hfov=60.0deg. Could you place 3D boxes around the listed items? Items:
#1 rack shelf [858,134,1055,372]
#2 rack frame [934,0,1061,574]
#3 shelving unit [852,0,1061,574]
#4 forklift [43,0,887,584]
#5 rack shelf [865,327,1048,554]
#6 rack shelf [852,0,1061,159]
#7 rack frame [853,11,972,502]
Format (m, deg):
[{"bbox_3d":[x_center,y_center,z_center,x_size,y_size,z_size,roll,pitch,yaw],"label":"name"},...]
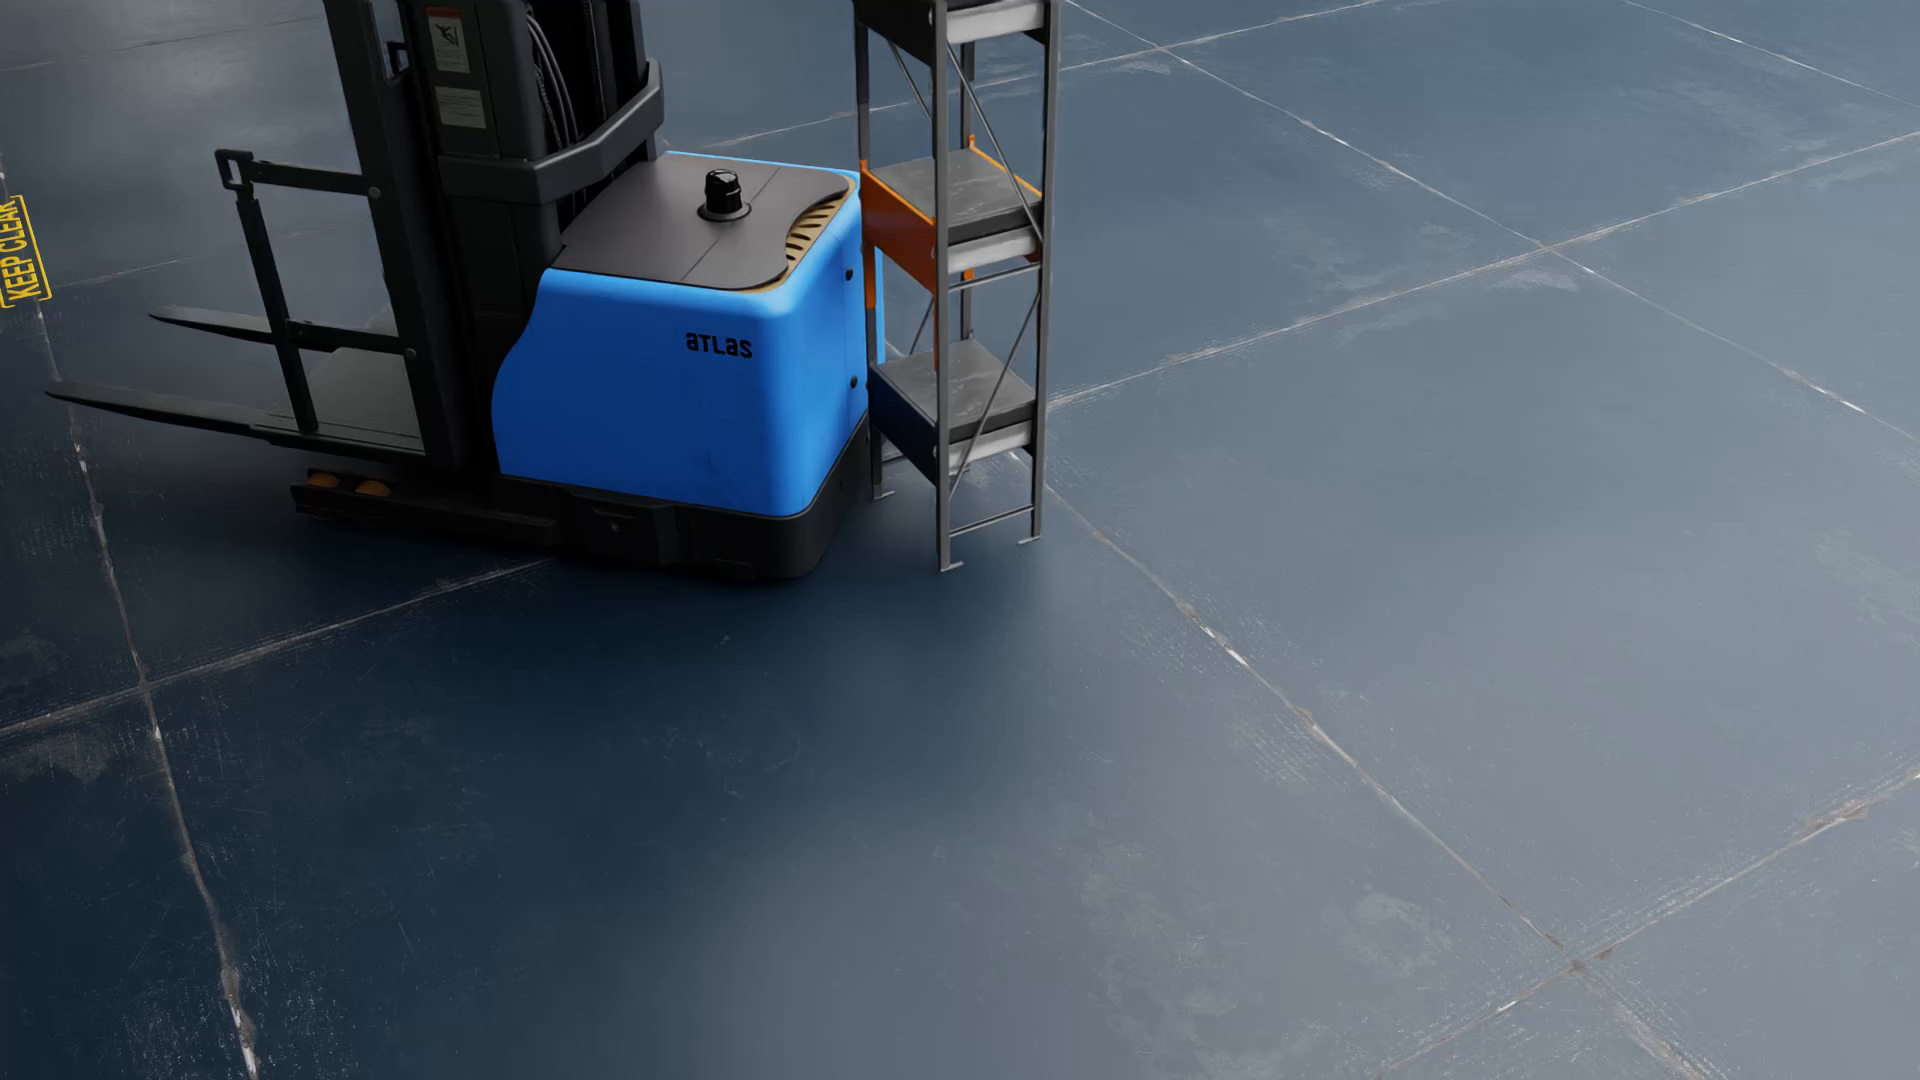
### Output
[{"bbox_3d":[-0.016,-0.910,5.239,0.431,0.518,0.480,-19,40,-24],"label":"rack shelf"},{"bbox_3d":[0.105,-0.796,5.060,0.400,2.100,0.015,-19,40,-24],"label":"rack frame"},{"bbox_3d":[-0.016,-0.921,5.231,0.431,2.100,0.503,-19,40,-24],"label":"shelving unit"},{"bbox_3d":[-1.831,-1.513,5.336,3.031,2.935,1.130,9,37,12],"label":"forklift"},{"bbox_3d":[-0.016,-0.345,5.652,0.431,0.518,0.480,-19,40,-24],"label":"rack shelf"},{"bbox_3d":[-0.016,-1.475,4.826,0.431,0.518,0.480,-19,40,-24],"label":"rack shelf"},{"bbox_3d":[-0.138,-1.046,5.402,0.400,2.100,0.015,-19,40,-24],"label":"rack frame"}]
